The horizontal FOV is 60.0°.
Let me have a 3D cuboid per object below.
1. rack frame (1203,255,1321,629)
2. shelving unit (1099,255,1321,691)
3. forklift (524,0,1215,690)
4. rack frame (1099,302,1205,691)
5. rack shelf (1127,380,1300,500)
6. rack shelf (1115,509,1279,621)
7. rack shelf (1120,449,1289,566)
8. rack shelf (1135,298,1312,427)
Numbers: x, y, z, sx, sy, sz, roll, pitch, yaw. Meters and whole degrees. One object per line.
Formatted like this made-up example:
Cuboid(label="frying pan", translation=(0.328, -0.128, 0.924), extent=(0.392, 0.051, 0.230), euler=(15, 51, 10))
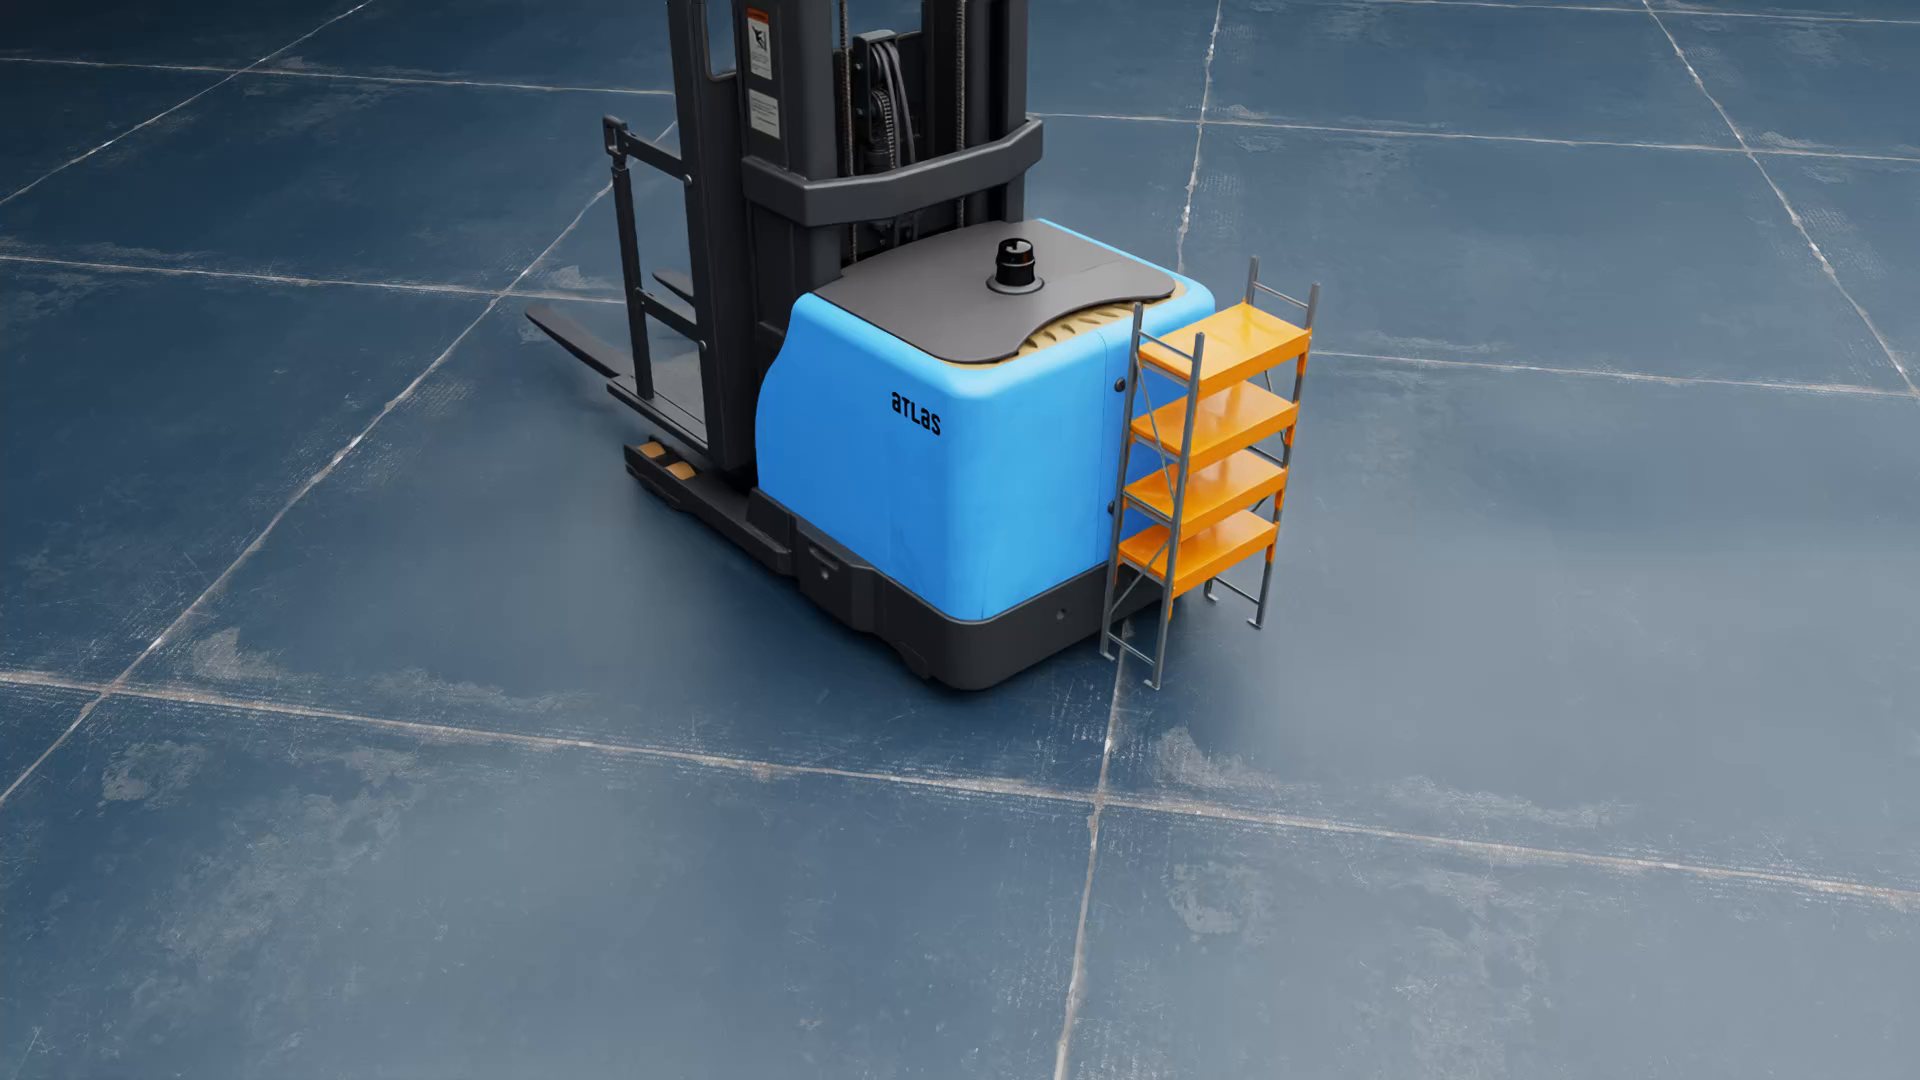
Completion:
Cuboid(label="rack frame", translation=(0.900, -0.268, 5.035), extent=(0.015, 1.200, 0.240), euler=(-26, 43, -35))
Cuboid(label="shelving unit", translation=(0.719, -0.181, 4.896), extent=(0.503, 1.200, 0.258), euler=(-26, 43, -35))
Cuboid(label="forklift", translation=(-0.562, -1.507, 5.394), extent=(1.130, 2.935, 3.031), euler=(-24, 39, -33))
Cuboid(label="rack frame", translation=(0.537, -0.094, 4.758), extent=(0.015, 1.200, 0.240), euler=(-26, 43, -35))
Cuboid(label="rack shelf", translation=(0.724, -0.310, 4.808), extent=(0.480, 0.148, 0.258), euler=(-26, 43, -35))
Cuboid(label="rack shelf", translation=(0.710, 0.039, 5.045), extent=(0.480, 0.148, 0.258), euler=(-26, 43, -35))
Cuboid(label="rack shelf", translation=(0.717, -0.125, 4.934), extent=(0.480, 0.148, 0.258), euler=(-26, 43, -35))
Cuboid(label="rack shelf", translation=(0.732, -0.506, 4.676), extent=(0.480, 0.148, 0.258), euler=(-26, 43, -35))
